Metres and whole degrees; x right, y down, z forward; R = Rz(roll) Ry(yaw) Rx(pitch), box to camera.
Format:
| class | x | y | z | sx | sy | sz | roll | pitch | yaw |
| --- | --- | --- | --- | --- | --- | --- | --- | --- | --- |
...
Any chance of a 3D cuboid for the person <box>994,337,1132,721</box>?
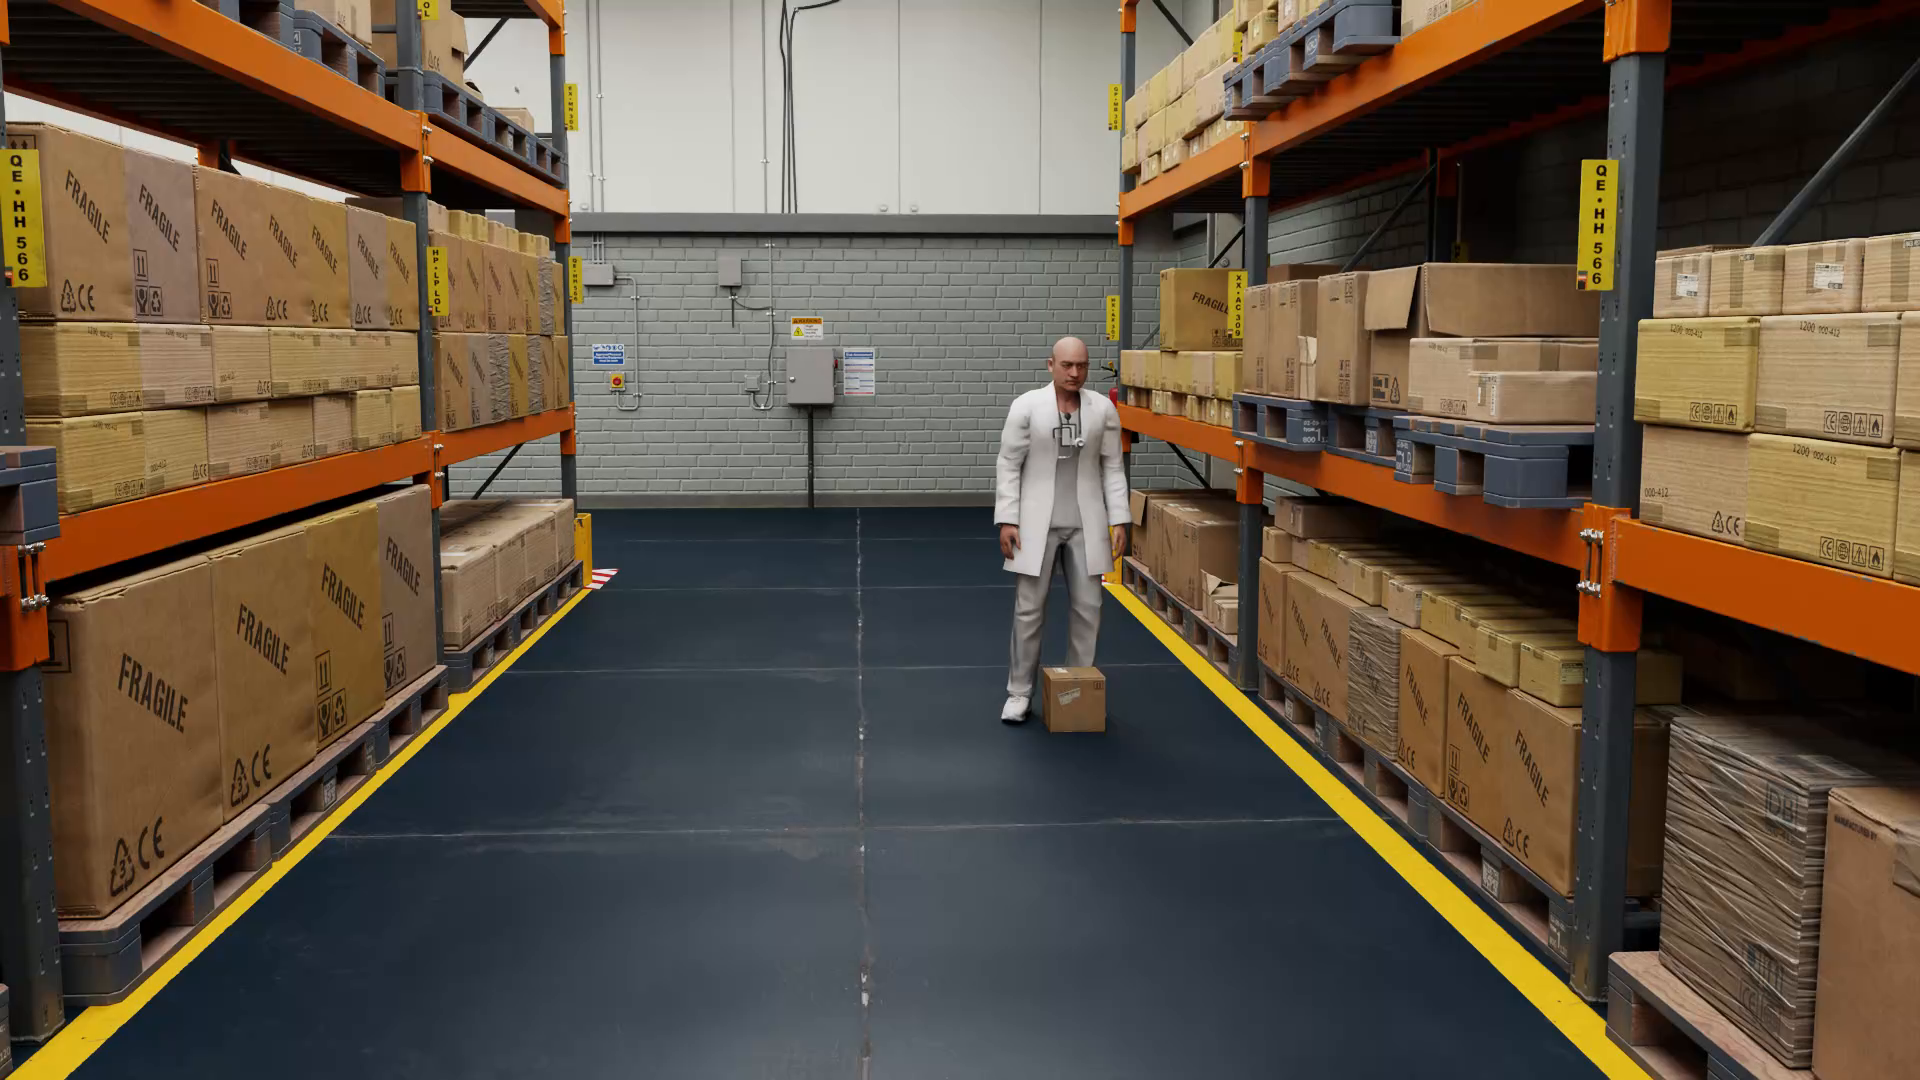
| class | x | y | z | sx | sy | sz | roll | pitch | yaw |
| --- | --- | --- | --- | --- | --- | --- | --- | --- | --- |
| person | 0.481 | -0.055 | 7.767 | 0.655 | 1.775 | 0.423 | -1 | 7 | -8 |
